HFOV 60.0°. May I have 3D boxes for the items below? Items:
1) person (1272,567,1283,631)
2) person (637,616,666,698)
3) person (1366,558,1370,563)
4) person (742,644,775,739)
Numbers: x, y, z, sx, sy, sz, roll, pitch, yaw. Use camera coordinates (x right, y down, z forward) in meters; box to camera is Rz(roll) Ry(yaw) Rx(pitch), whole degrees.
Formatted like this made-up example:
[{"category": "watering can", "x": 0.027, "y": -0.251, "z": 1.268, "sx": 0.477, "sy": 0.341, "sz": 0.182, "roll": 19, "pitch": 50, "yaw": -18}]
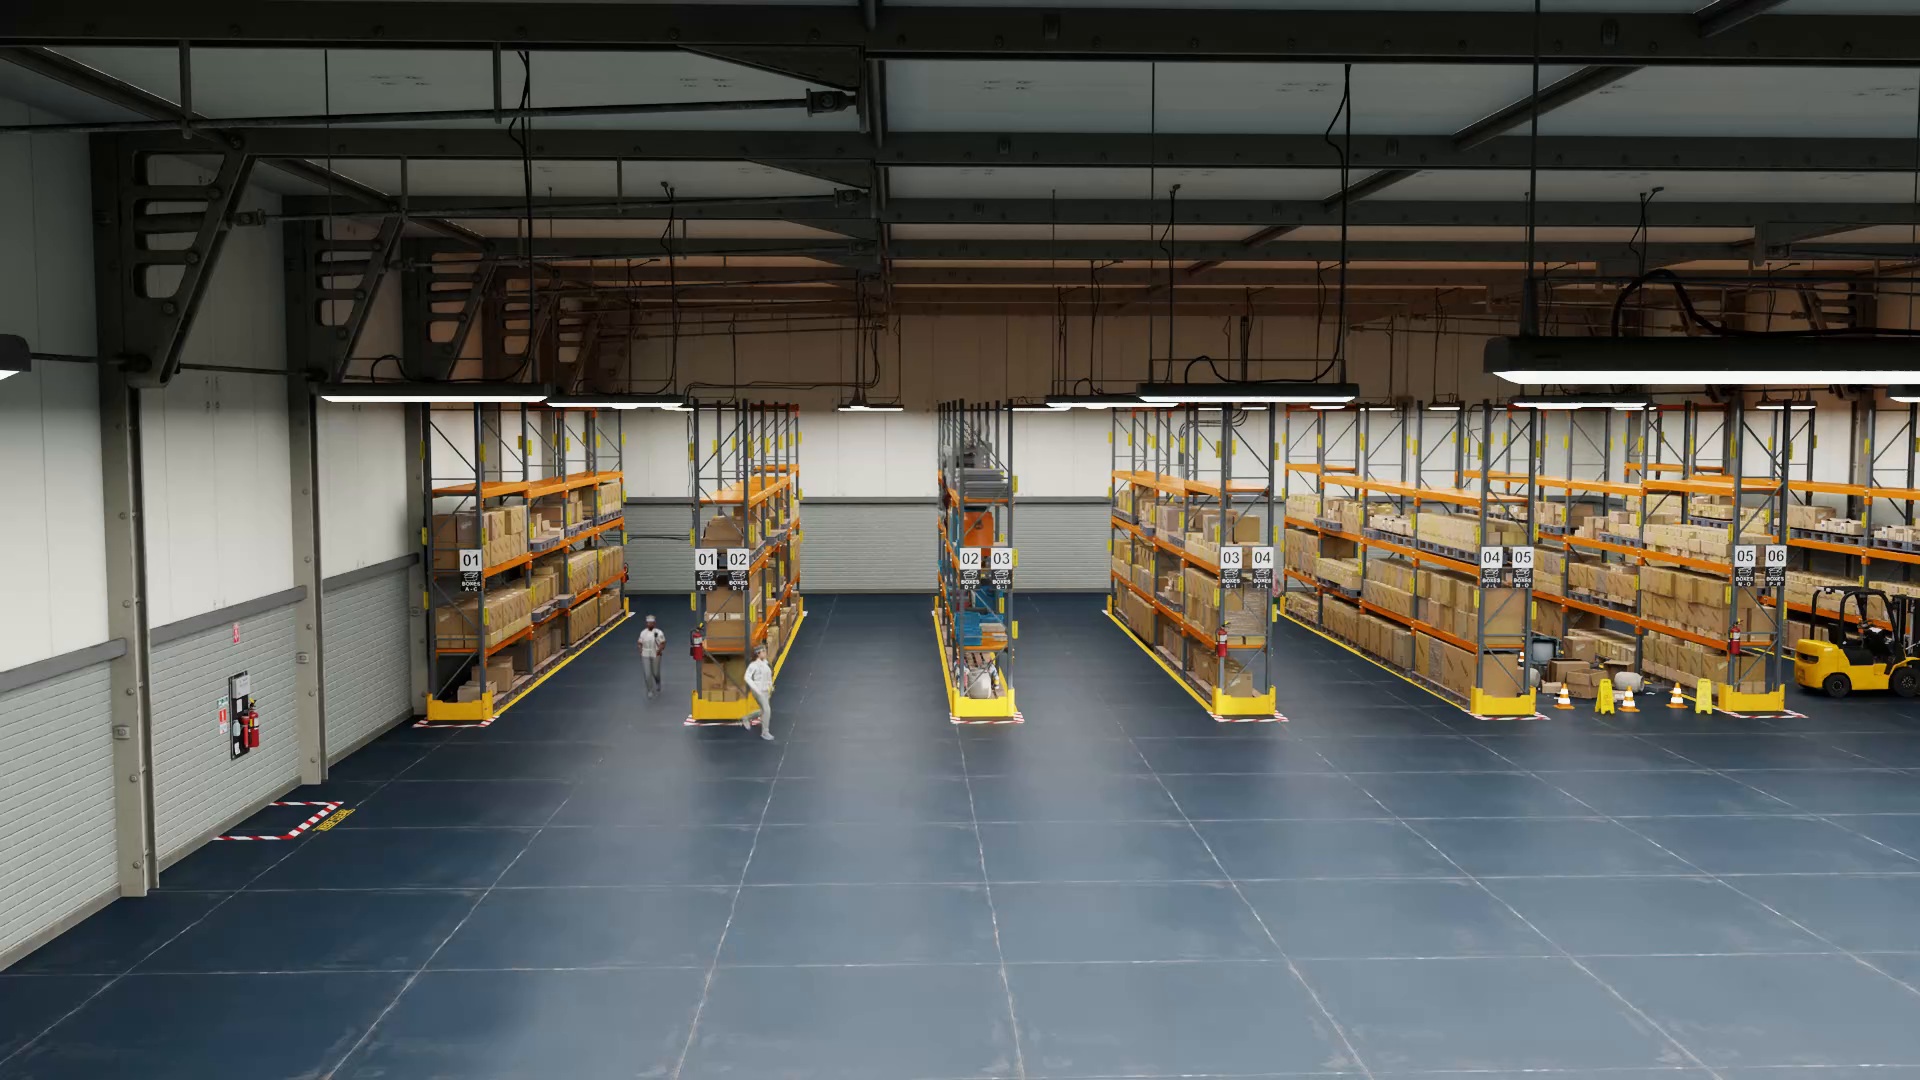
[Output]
[{"category": "person", "x": 8.228, "y": 1.510, "z": 44.040, "sx": 0.650, "sy": 1.768, "sz": 0.722, "roll": 0, "pitch": 4, "yaw": 7}, {"category": "person", "x": -6.250, "y": 2.342, "z": 33.637, "sx": 0.574, "sy": 1.649, "sz": 0.566, "roll": 0, "pitch": 4, "yaw": -2}, {"category": "person", "x": 11.378, "y": 1.360, "z": 46.323, "sx": 0.535, "sy": 1.715, "sz": 0.856, "roll": -1, "pitch": 4, "yaw": -10}, {"category": "person", "x": -3.572, "y": 2.671, "z": 29.439, "sx": 0.707, "sy": 1.680, "sz": 0.647, "roll": 2, "pitch": 5, "yaw": 26}]
